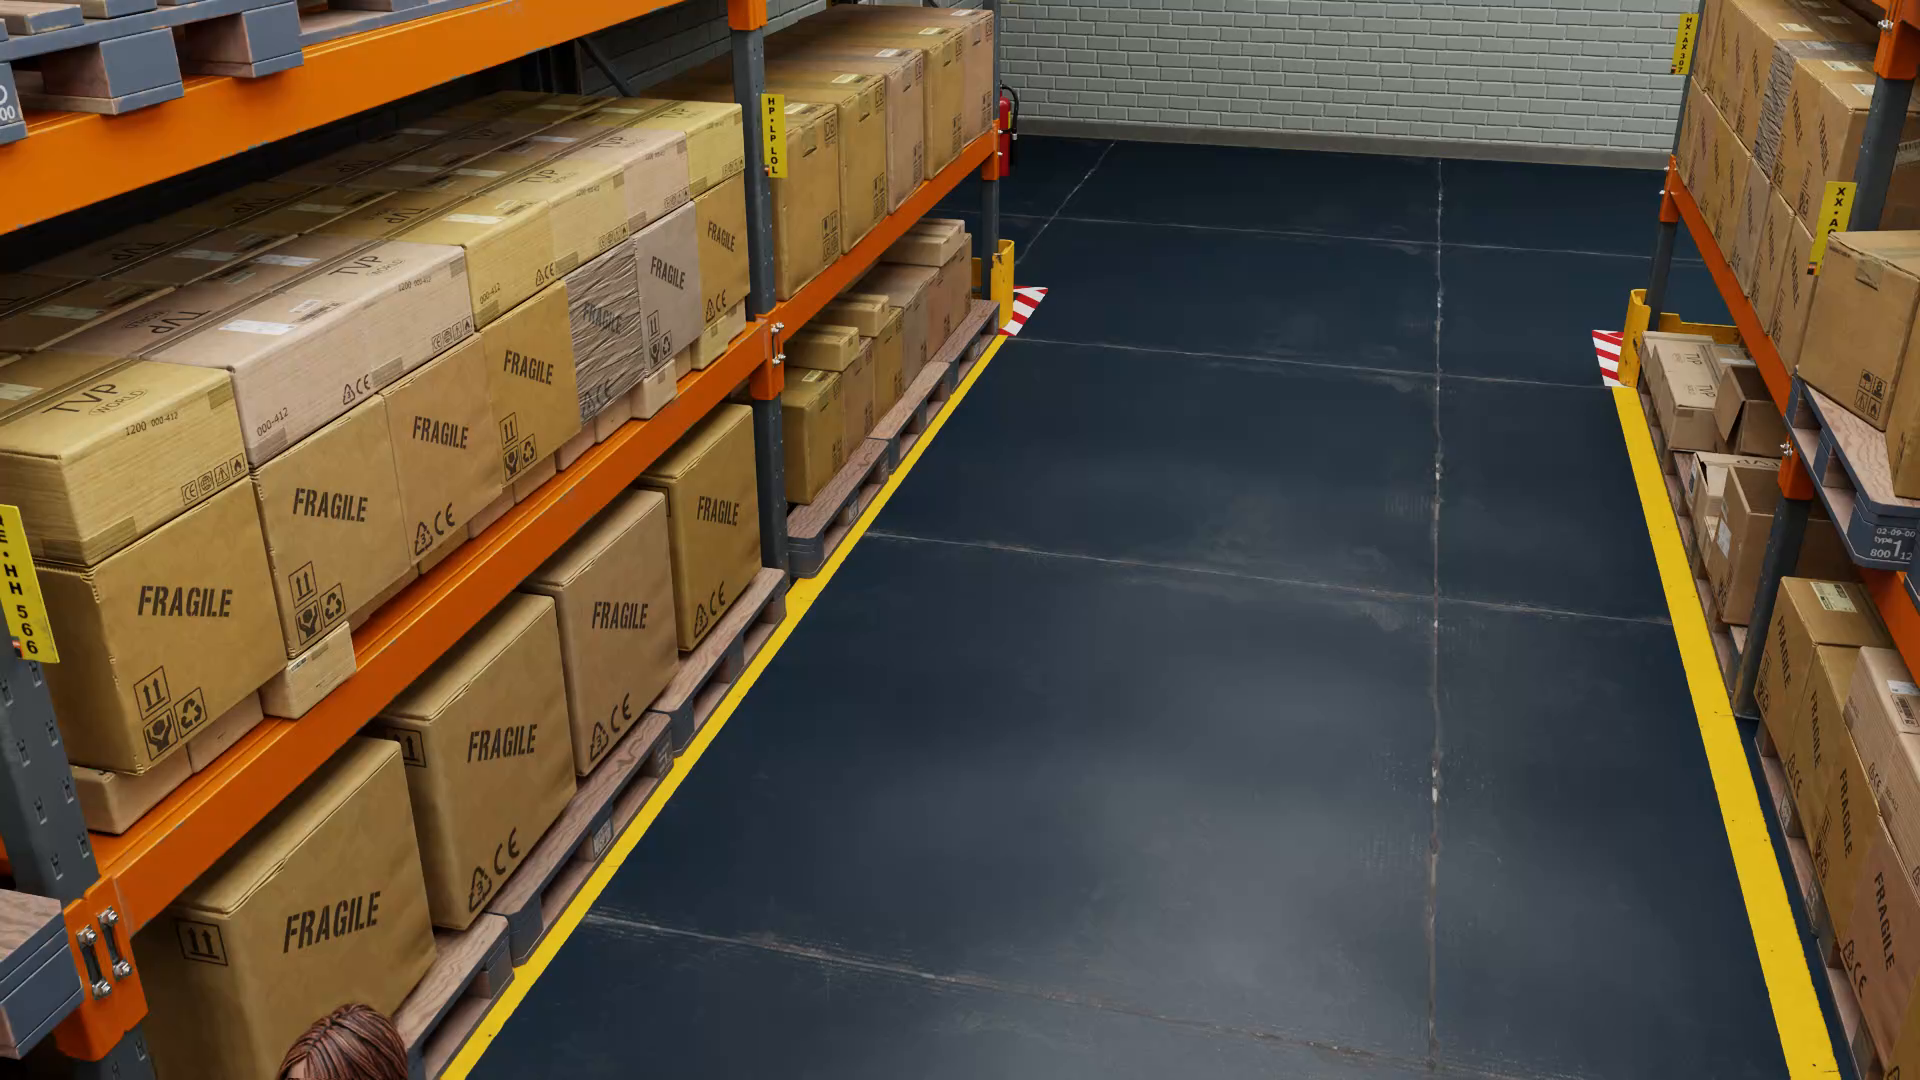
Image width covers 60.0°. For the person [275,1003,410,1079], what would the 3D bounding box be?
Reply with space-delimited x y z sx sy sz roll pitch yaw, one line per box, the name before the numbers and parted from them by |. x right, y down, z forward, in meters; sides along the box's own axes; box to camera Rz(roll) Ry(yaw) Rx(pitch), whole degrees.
person | -1.048 1.507 2.964 0.480 1.540 0.910 8 27 17
